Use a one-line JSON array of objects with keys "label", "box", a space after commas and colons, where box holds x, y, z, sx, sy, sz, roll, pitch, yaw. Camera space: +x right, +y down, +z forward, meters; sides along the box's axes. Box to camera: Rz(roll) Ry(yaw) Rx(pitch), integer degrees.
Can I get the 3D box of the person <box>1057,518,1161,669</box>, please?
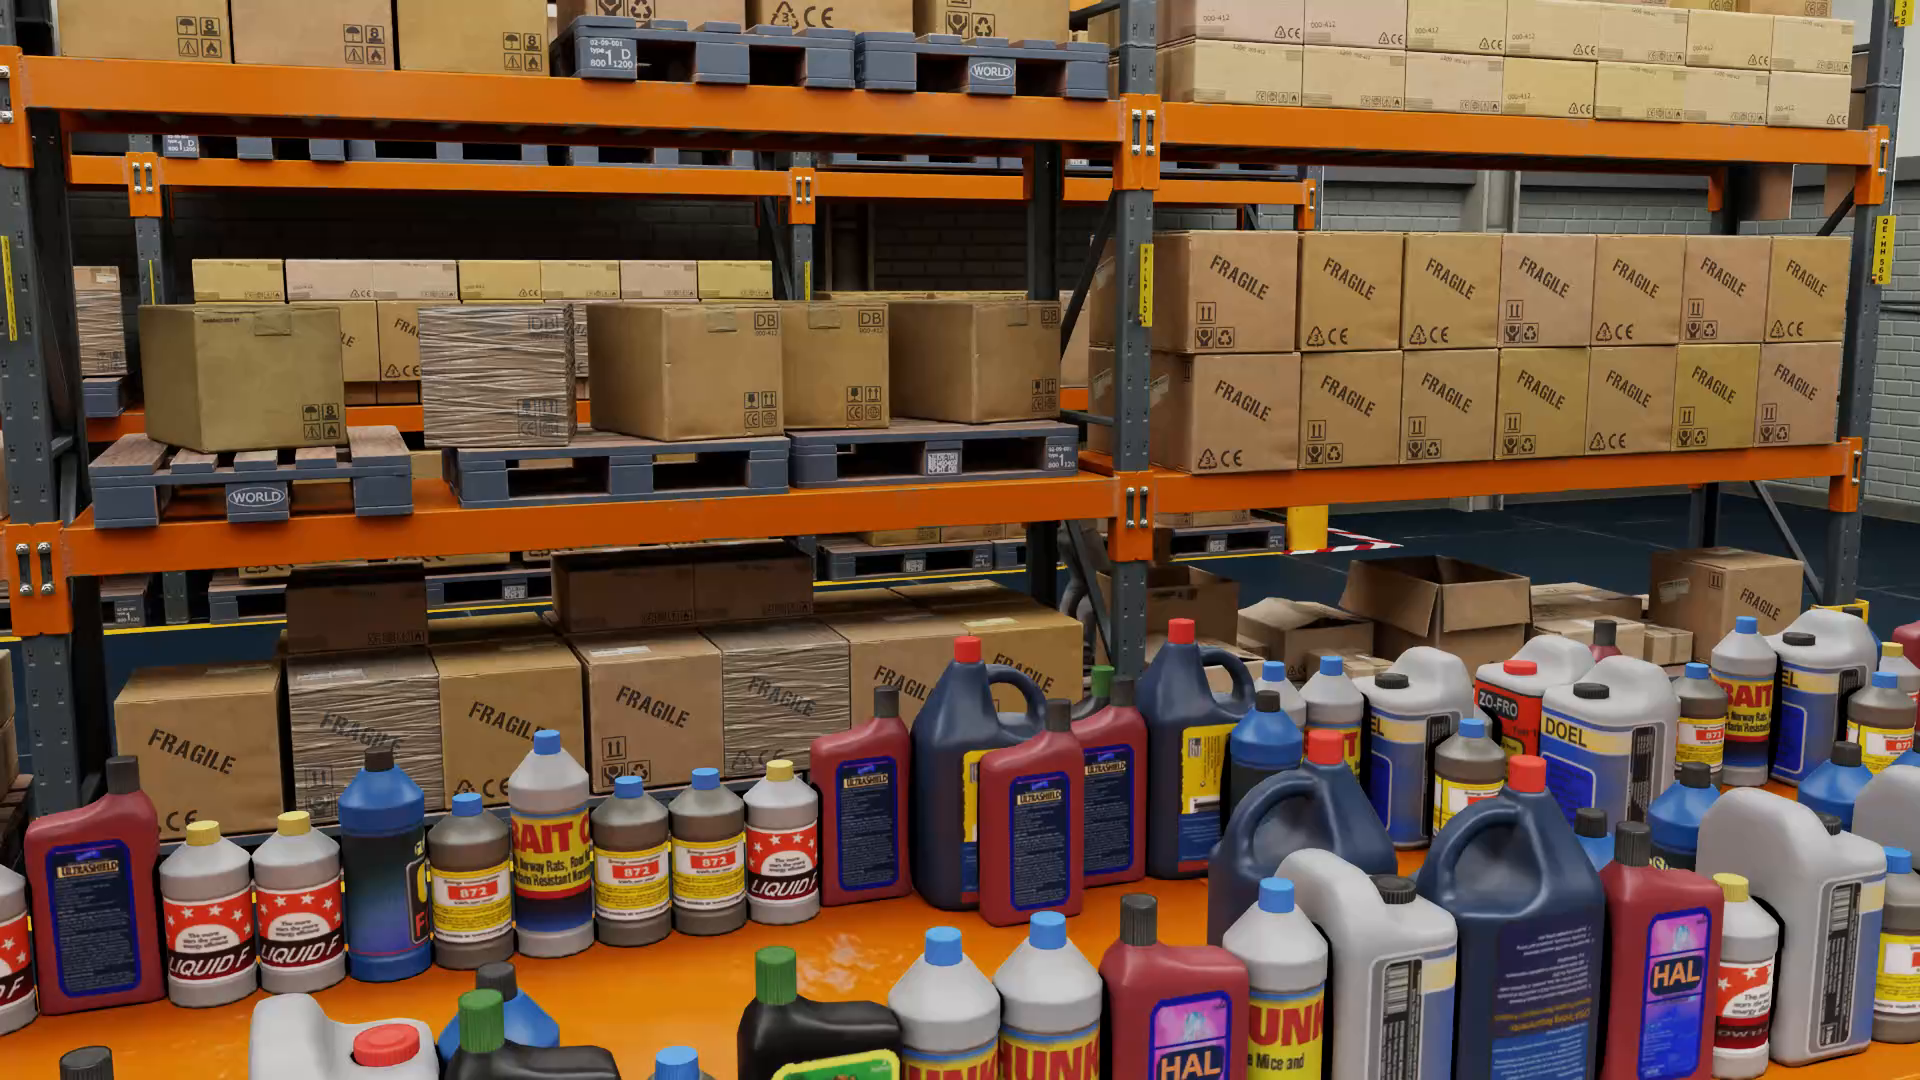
[{"label": "person", "box": [0.818, 0.043, 9.101, 0.780, 1.293, 0.385, -4, 10, -22]}]
